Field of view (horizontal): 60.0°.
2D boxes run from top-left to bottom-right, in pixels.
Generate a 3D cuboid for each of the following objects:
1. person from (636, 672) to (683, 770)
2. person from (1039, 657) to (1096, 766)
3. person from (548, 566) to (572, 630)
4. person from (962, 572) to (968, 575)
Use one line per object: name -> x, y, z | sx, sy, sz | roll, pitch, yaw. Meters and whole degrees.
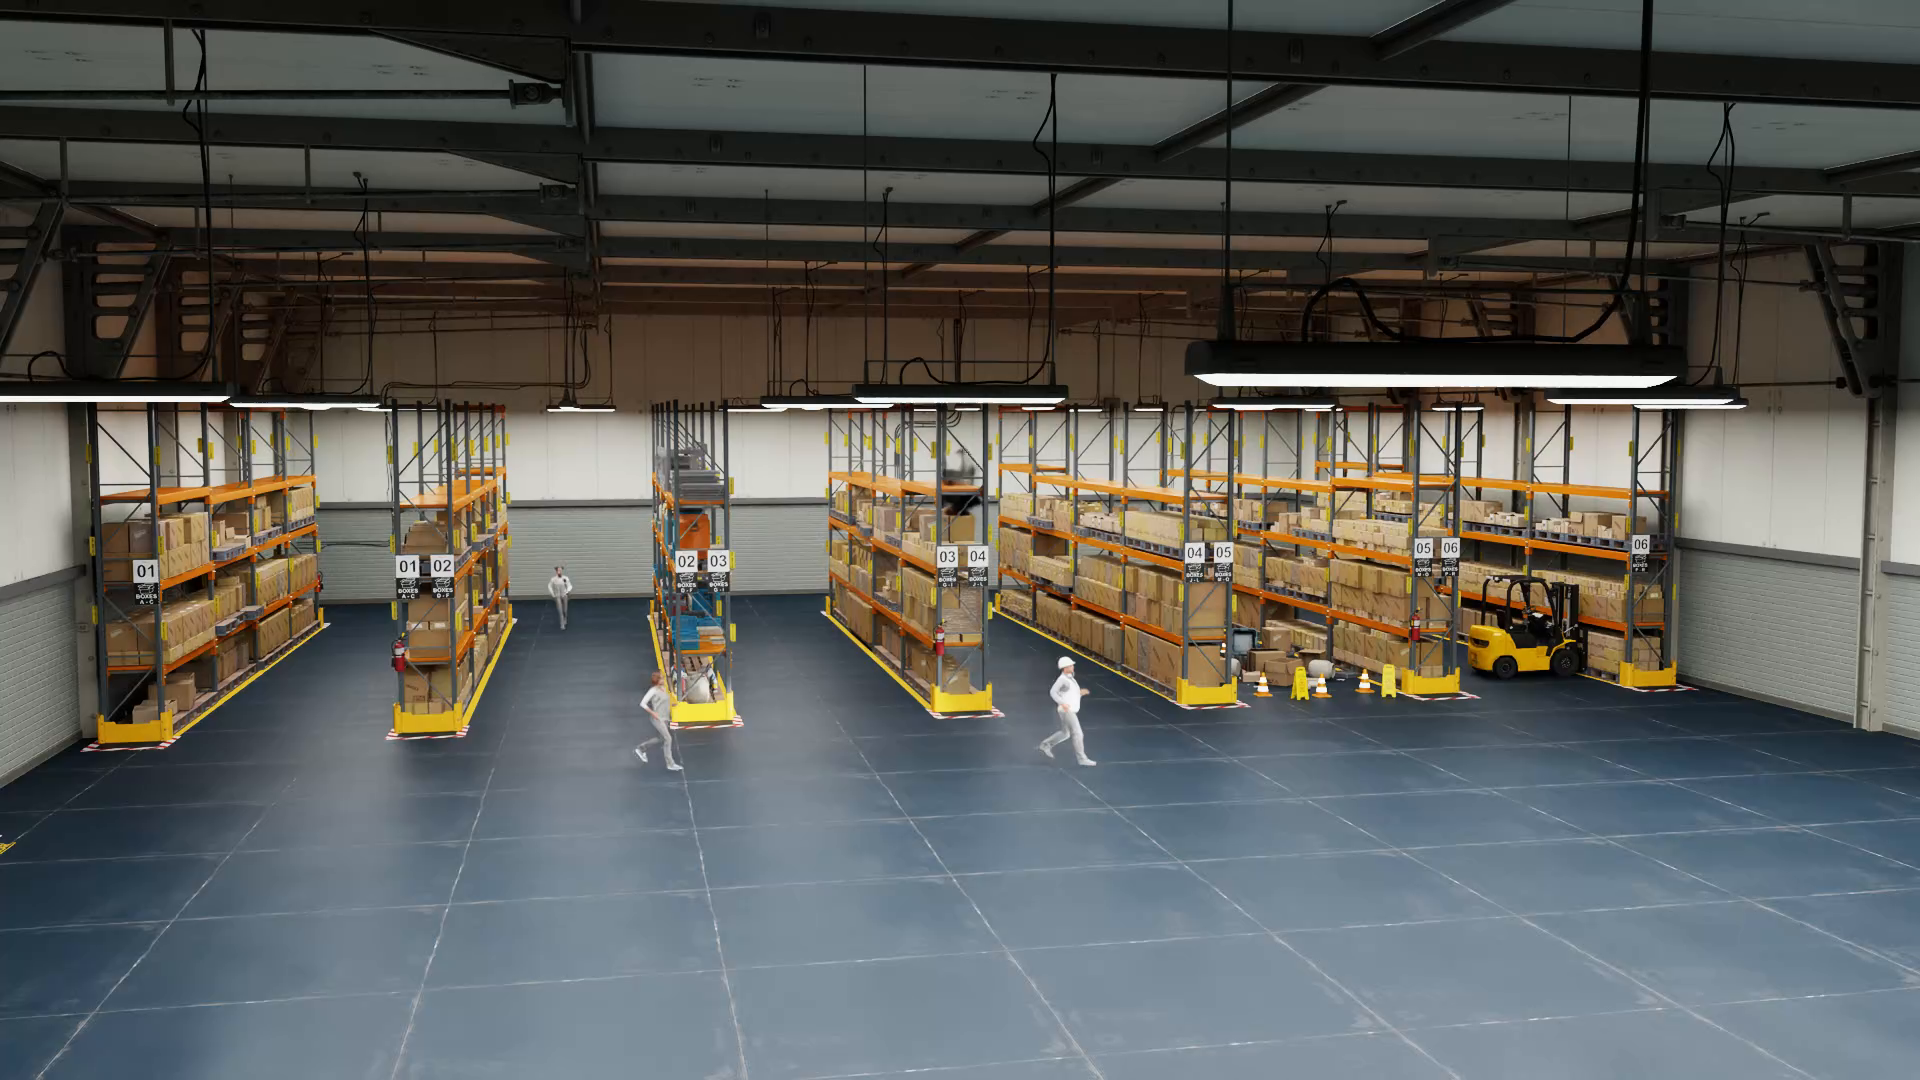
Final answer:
person -> -4.862, 2.951, 26.774 | 0.857, 1.478, 0.546 | 1, 4, 14
person -> 1.752, 2.775, 27.091 | 0.969, 1.749, 0.659 | 1, 4, 13
person -> -10.733, 1.531, 44.633 | 0.630, 1.690, 0.715 | -1, 5, -18
person -> 0.317, 1.382, 45.946 | 0.672, 1.840, 0.930 | 0, 4, -1
